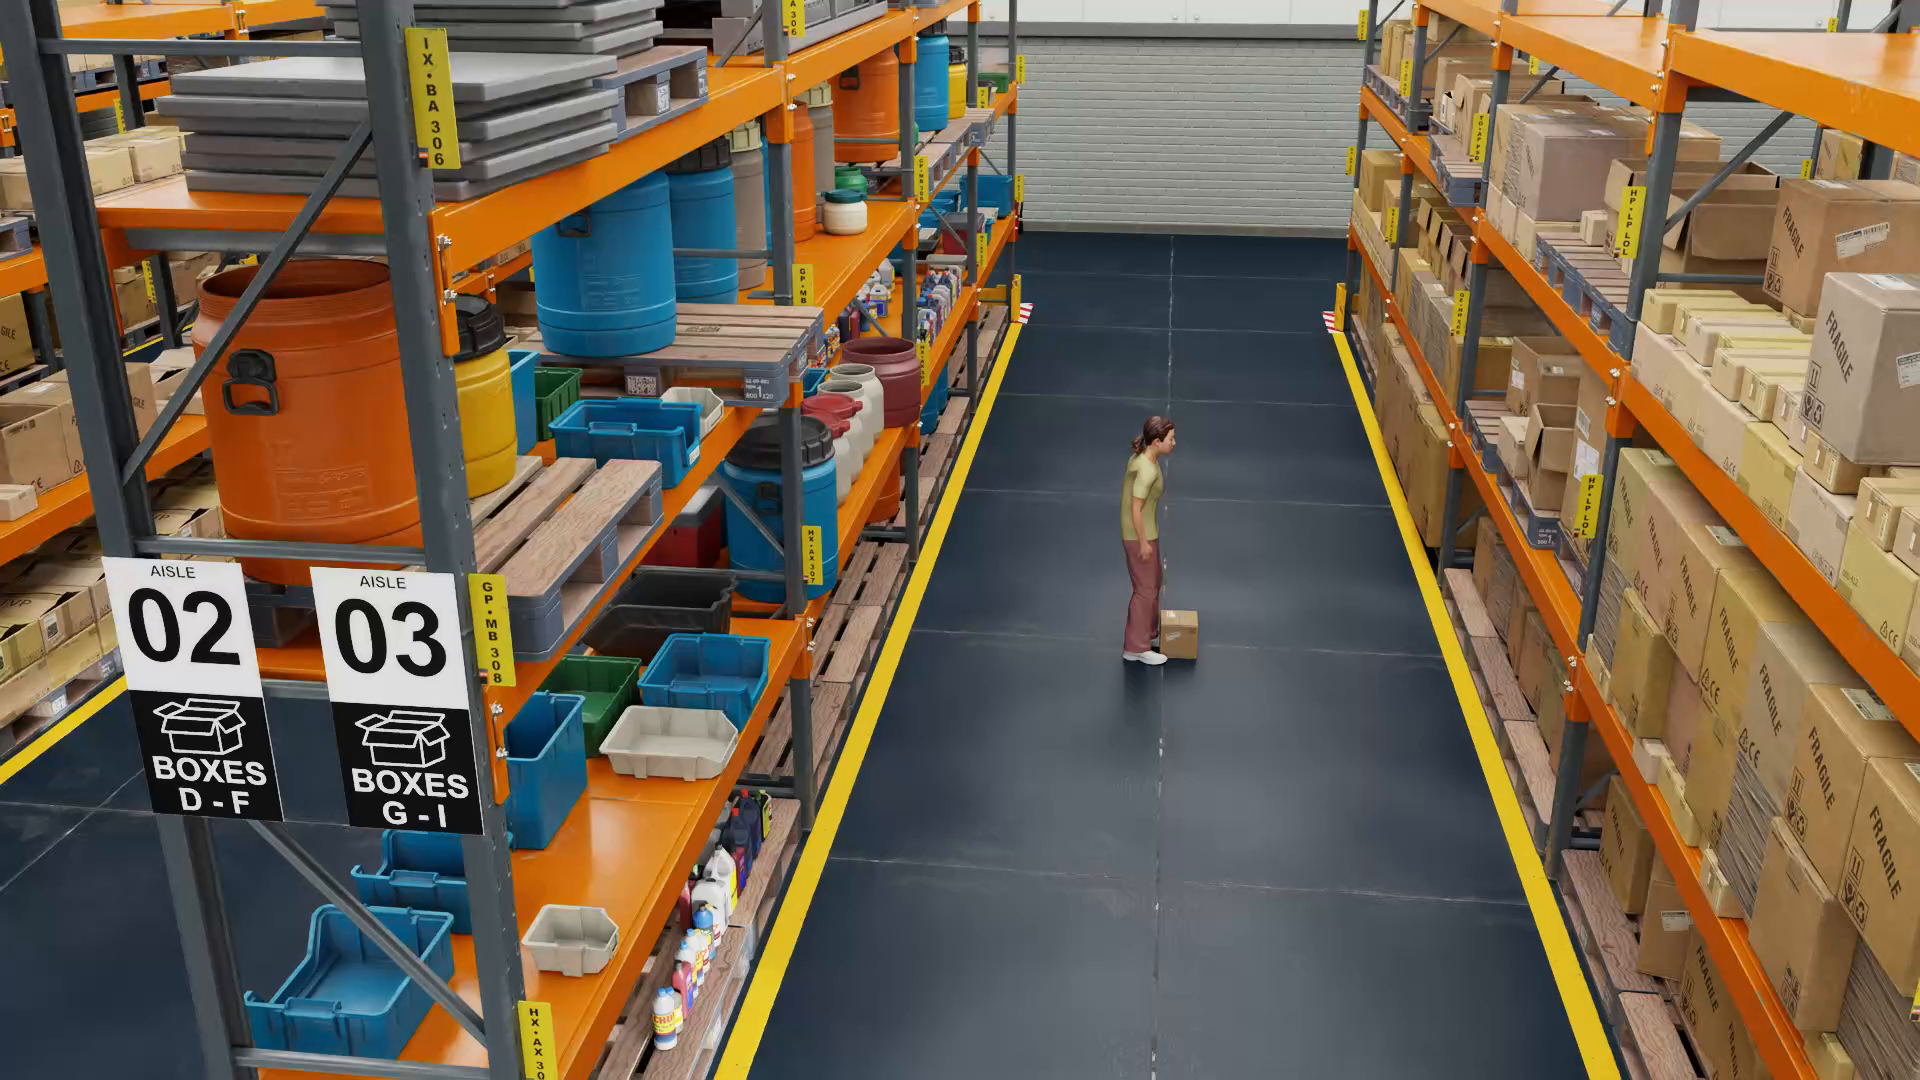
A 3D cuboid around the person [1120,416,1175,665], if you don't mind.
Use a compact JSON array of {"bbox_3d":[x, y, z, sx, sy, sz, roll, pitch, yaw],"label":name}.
[{"bbox_3d":[1.271,-0.022,11.142,0.409,1.672,0.497,3,21,6],"label":"person"}]
